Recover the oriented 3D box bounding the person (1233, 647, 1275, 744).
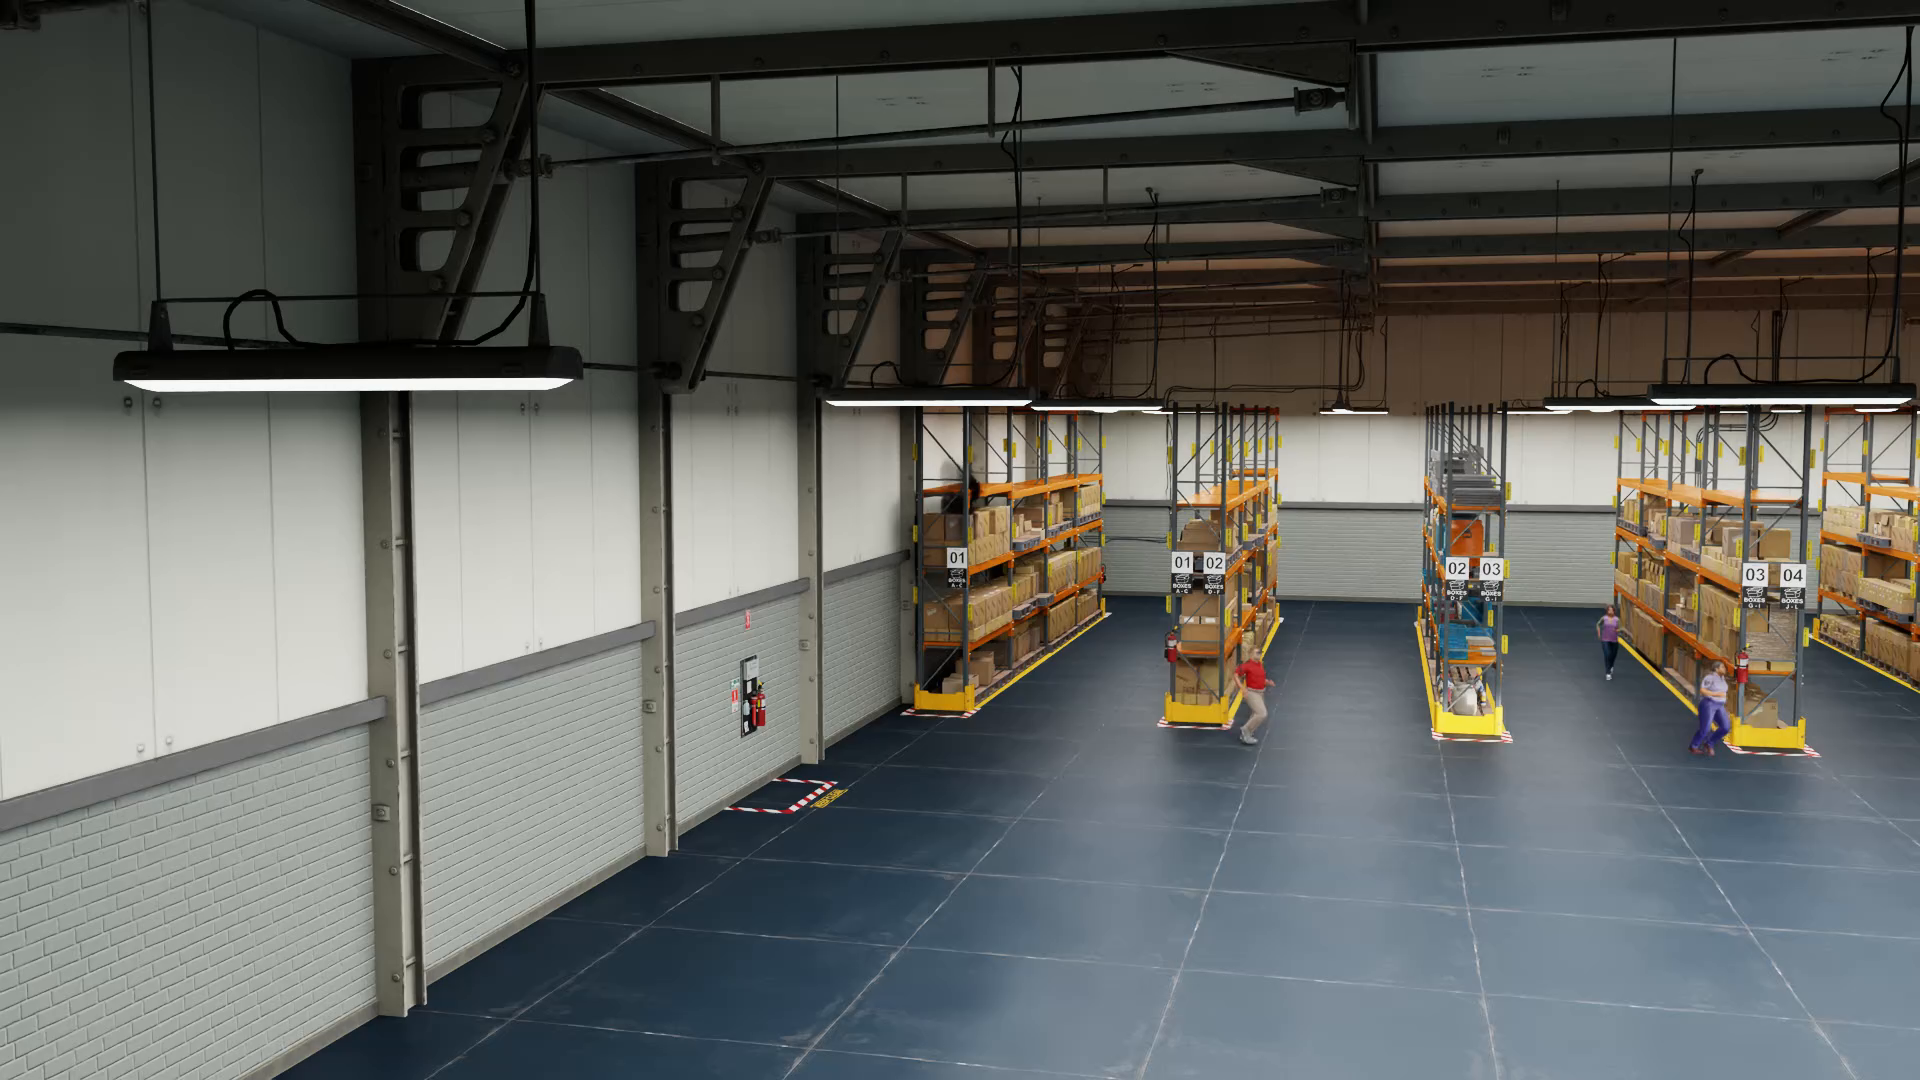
[{"bbox_3d":[5.179,2.720,29.001,0.646,1.692,0.649,3,5,38],"label":"person"}]

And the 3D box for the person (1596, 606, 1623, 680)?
[{"bbox_3d":[14.208,2.220,36.363,0.537,1.585,0.894,1,4,13],"label":"person"}]

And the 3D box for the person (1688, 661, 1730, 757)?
[{"bbox_3d":[12.775,2.867,28.121,0.621,1.609,0.624,-2,4,-20],"label":"person"}]
